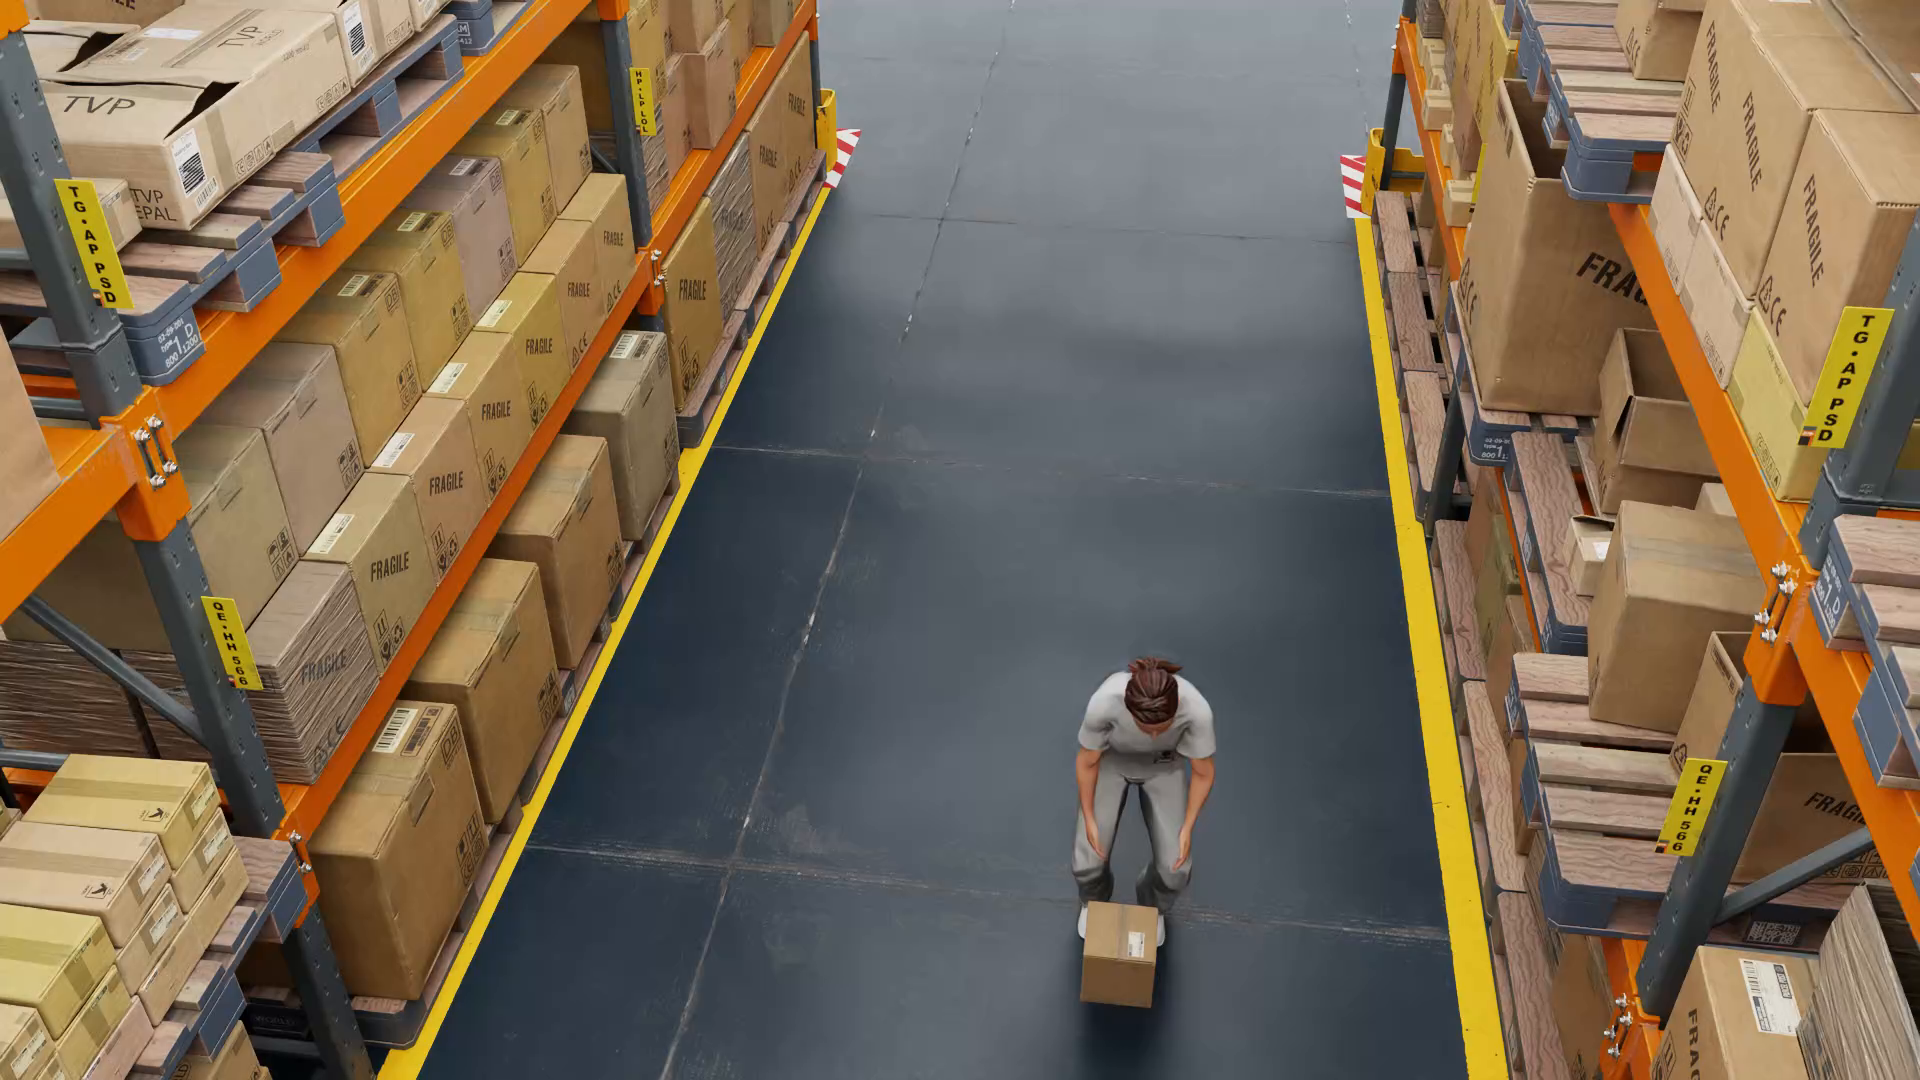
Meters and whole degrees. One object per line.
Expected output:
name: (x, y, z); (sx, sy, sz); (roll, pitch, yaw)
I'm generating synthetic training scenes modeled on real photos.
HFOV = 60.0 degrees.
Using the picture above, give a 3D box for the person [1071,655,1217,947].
person: (0.659, 0.910, 6.001); (0.489, 1.444, 0.595); (5, 37, 6)
